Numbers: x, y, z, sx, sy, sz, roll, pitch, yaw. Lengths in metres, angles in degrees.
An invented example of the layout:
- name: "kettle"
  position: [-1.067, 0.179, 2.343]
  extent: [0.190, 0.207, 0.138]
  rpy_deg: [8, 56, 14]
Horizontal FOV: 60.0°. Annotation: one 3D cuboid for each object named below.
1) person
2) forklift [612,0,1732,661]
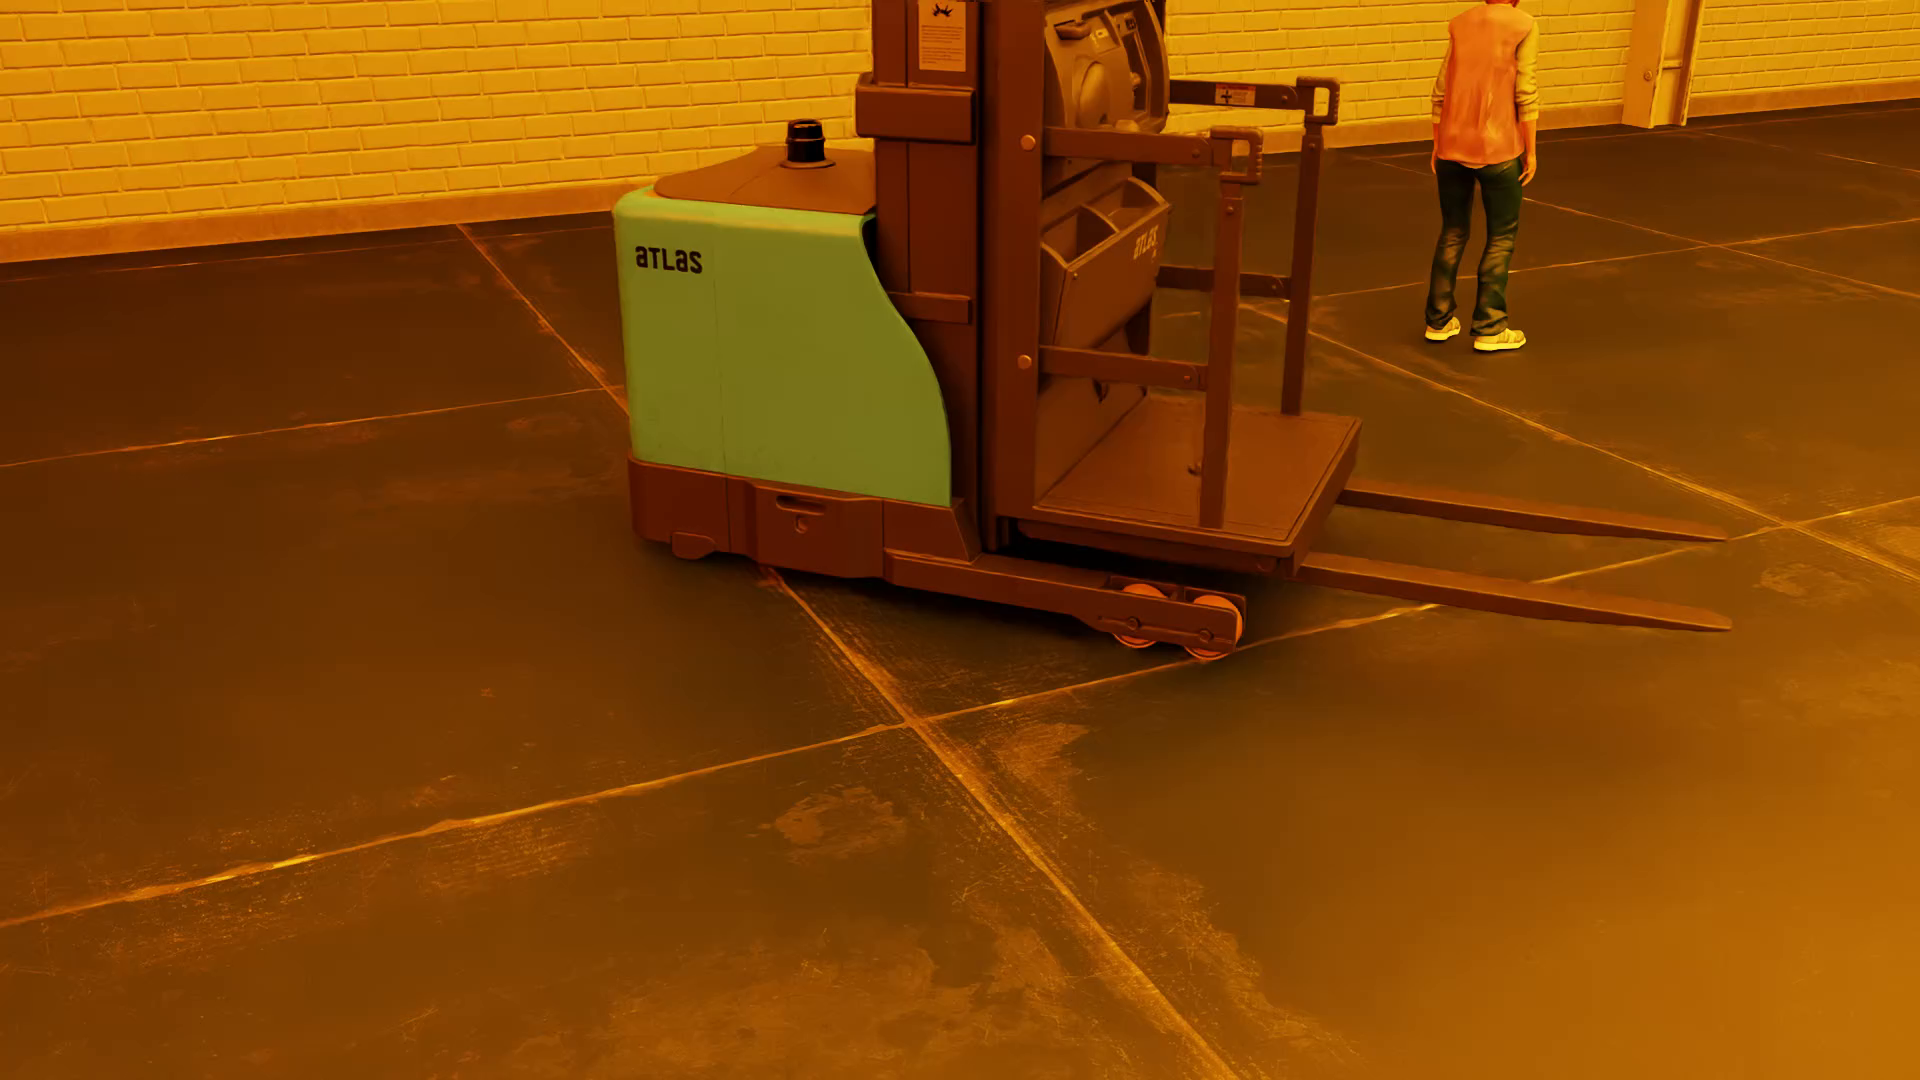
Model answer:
- name: "person"
  position: [2.152, -1.584, 6.849]
  extent: [0.471, 1.590, 0.348]
  rpy_deg: [20, 30, 39]
- name: "forklift"
  position: [0.583, -1.270, 4.344]
  extent: [3.031, 2.935, 1.130]
  rpy_deg: [9, 24, 20]
